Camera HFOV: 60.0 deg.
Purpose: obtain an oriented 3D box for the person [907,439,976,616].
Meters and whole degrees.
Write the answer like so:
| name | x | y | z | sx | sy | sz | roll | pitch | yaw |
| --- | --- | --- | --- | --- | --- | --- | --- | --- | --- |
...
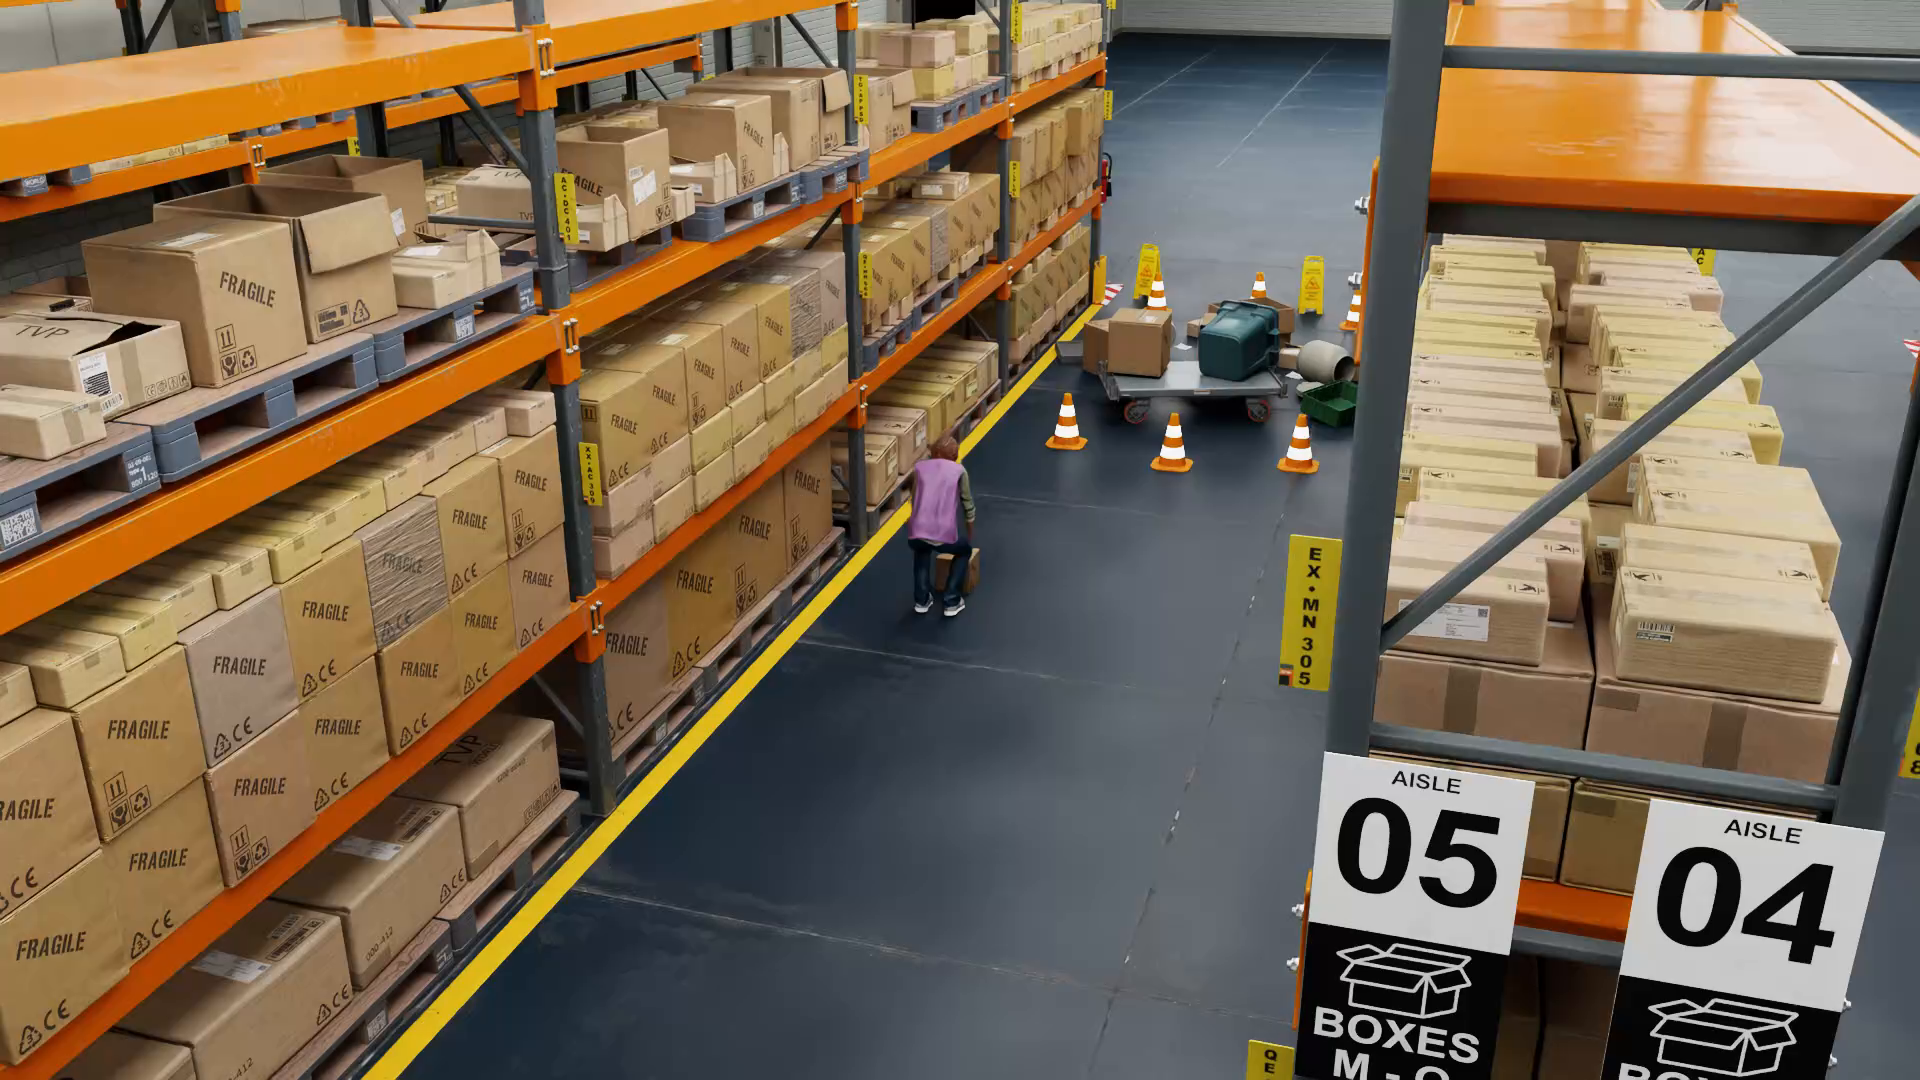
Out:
| name | x | y | z | sx | sy | sz | roll | pitch | yaw |
| --- | --- | --- | --- | --- | --- | --- | --- | --- | --- |
| person | -0.157 | -0.060 | 11.391 | 0.462 | 1.115 | 0.735 | 7 | 23 | 16 |
